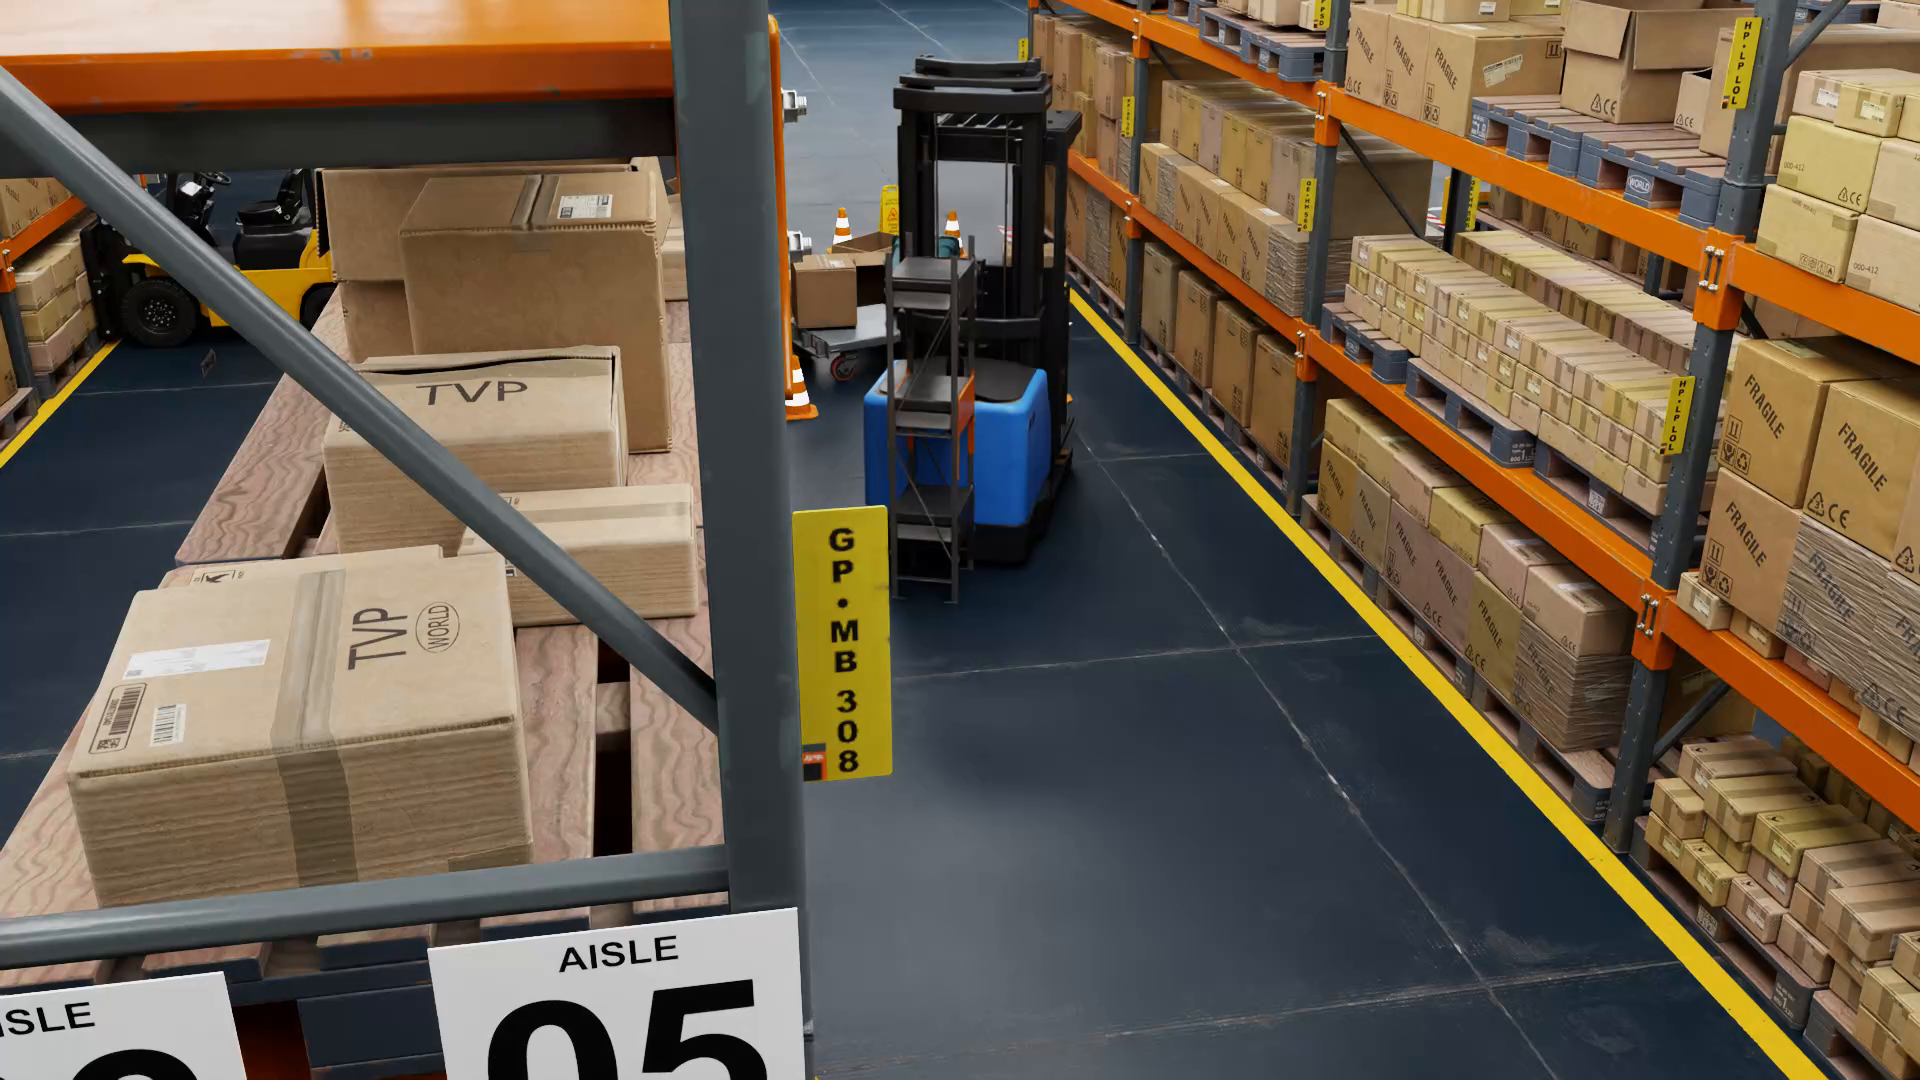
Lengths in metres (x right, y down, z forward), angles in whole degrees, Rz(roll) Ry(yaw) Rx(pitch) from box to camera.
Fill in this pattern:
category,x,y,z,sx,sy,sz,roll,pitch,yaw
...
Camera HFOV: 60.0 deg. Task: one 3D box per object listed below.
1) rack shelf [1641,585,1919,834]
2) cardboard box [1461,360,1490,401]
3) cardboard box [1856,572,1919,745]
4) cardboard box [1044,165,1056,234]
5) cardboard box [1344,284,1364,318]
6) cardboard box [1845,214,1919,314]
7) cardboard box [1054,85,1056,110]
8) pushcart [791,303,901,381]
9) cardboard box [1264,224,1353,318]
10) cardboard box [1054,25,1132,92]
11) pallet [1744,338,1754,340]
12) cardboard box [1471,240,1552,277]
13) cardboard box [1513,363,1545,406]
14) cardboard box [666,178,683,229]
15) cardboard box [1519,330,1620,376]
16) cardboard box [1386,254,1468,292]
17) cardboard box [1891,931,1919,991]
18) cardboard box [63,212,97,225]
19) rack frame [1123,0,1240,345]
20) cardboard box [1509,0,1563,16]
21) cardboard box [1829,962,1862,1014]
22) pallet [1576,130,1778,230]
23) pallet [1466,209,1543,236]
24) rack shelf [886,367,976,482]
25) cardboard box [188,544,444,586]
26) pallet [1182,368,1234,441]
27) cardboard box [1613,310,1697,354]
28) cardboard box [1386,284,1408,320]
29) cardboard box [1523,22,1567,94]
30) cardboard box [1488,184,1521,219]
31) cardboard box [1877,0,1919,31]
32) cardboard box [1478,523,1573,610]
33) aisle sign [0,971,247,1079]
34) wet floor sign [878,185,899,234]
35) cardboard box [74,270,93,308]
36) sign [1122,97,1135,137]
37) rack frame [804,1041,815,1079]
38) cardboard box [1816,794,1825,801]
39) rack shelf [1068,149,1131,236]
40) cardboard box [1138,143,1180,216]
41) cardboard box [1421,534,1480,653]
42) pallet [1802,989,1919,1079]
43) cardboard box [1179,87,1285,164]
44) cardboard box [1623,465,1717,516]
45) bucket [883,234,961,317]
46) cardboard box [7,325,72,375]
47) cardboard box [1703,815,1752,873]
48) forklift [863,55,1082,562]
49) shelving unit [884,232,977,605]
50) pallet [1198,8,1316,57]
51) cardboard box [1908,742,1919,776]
category,x,y,z,sx,sy,sz,roll,pitch,yaw
rack shelf,3.804,1.104,5.373,1.077,0.370,4.000,-4,24,-10
cardboard box,2.873,-0.848,8.734,0.380,0.149,0.250,-5,24,-11
cardboard box,3.435,0.414,5.558,0.500,0.500,0.500,-5,24,-11
cardboard box,1.406,-3.689,17.579,0.875,0.875,0.875,-4,24,-9
cardboard box,2.579,-1.472,10.162,0.380,0.149,0.250,-5,24,-10
cardboard box,3.362,-0.920,5.549,0.500,0.250,0.500,-5,24,-11
cardboard box,1.452,-4.444,16.990,0.875,0.550,0.550,-4,24,-10
pushcart,-0.659,-1.740,14.262,1.648,0.377,0.936,-13,27,-28
cardboard box,2.348,-1.789,10.973,0.500,0.500,0.500,-4,24,-10
cardboard box,1.408,-4.707,16.244,0.875,0.550,0.550,-4,24,-10
pallet,7.223,-1.421,13.741,1.003,0.211,1.213,-4,24,-10
cardboard box,3.280,-1.678,9.890,0.380,0.149,0.250,-5,24,-10
cardboard box,2.972,-0.779,8.203,0.380,0.149,0.250,-6,24,-12
cardboard box,-0.979,-0.930,4.902,0.396,0.266,0.258,-4,24,-8
cardboard box,2.981,-0.913,8.139,0.380,0.149,0.250,-5,24,-11
cardboard box,2.683,-1.537,9.568,0.380,0.149,0.250,-4,24,-10
cardboard box,3.551,1.497,5.870,0.380,0.149,0.250,-5,24,-12
cardboard box,-7.913,-2.792,15.056,0.500,0.250,0.500,-4,24,-9
rack frame,1.955,-3.159,14.235,1.000,3.000,0.127,-4,24,-10
cardboard box,3.134,-3.016,9.080,0.396,0.266,0.258,-4,24,-10
cardboard box,3.512,1.667,6.223,0.380,0.149,0.250,-5,24,-12
pallet,3.425,-1.552,7.042,1.213,0.211,1.003,-4,24,-10
pallet,6.238,-3.430,18.339,1.003,0.211,1.213,-4,24,-10
rack shelf,-0.163,-0.679,9.716,0.431,0.518,0.480,5,24,11
cardboard box,-1.000,0.140,2.598,0.380,0.149,0.250,-6,24,-14
pallet,2.401,-1.102,13.010,1.003,0.211,1.213,-4,24,-10
cardboard box,3.574,-1.060,8.475,0.380,0.149,0.250,-3,24,-8
cardboard box,2.692,-1.383,9.586,0.380,0.149,0.250,-5,24,-11
cardboard box,3.244,-2.408,8.642,0.500,0.500,0.500,-4,24,-10
cardboard box,6.208,-3.860,18.438,0.500,0.500,0.500,0,24,0
cardboard box,7.064,-3.780,12.096,0.500,0.250,0.500,-4,24,-8
cardboard box,2.966,0.120,8.390,0.500,0.250,0.500,-3,24,-7
aisle sign,-0.963,0.827,1.860,0.394,0.787,0.004,-4,24,-10
wet floor sign,-0.736,-3.518,17.999,0.267,0.644,0.232,-9,25,-19
cardboard box,-7.731,-2.155,14.223,0.500,0.250,0.500,-5,24,-10
sign,1.410,-3.550,13.951,0.100,0.325,0.005,-4,24,-10
rack frame,-0.672,1.967,2.498,1.000,3.000,0.127,-4,24,-10
cardboard box,3.805,1.066,7.228,0.380,0.149,0.250,-4,24,-9
rack shelf,1.585,-3.616,16.180,1.077,0.370,4.000,-4,24,-10
cardboard box,1.788,-2.978,13.696,0.500,0.500,0.500,-4,24,-9
cardboard box,2.865,0.264,8.995,0.500,0.500,0.500,-5,24,-11
pallet,3.822,2.008,5.889,1.003,0.211,1.213,-4,24,-10
cardboard box,2.150,-3.266,13.106,0.700,0.500,0.500,-5,24,-11
cardboard box,3.166,-0.231,7.321,0.380,0.149,0.250,-5,24,-11
bucket,-0.336,-2.238,14.318,0.726,0.611,0.620,4,34,9
cardboard box,-7.532,-1.531,13.419,0.500,0.250,0.500,-4,24,-9
cardboard box,3.322,1.225,6.864,0.380,0.149,0.250,-4,24,-9
forklift,0.194,-1.768,11.137,1.130,2.935,3.031,5,24,11
shelving unit,-0.163,-0.692,9.711,0.431,2.100,0.503,5,24,11
pallet,2.314,-3.563,11.648,1.003,0.211,1.213,-3,24,-7
cardboard box,3.457,0.753,5.592,0.380,0.149,0.250,-3,24,-7
